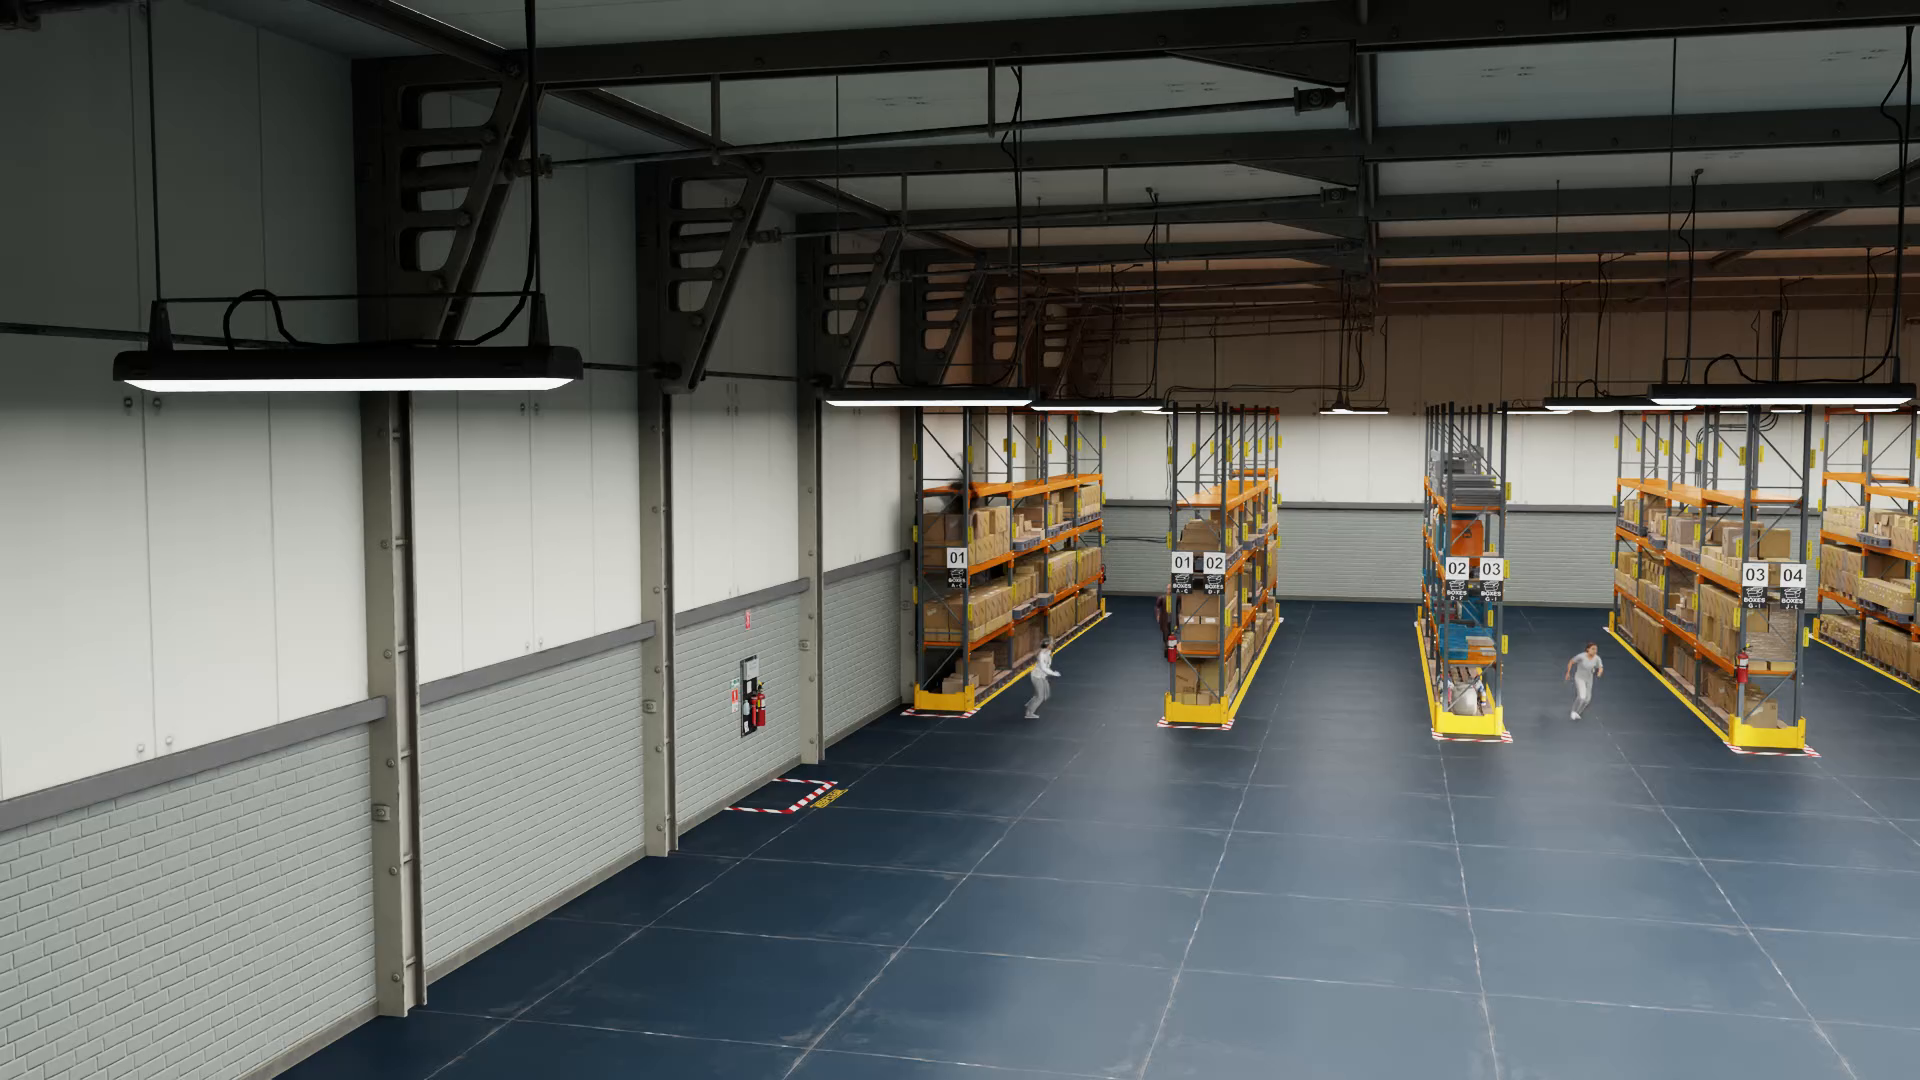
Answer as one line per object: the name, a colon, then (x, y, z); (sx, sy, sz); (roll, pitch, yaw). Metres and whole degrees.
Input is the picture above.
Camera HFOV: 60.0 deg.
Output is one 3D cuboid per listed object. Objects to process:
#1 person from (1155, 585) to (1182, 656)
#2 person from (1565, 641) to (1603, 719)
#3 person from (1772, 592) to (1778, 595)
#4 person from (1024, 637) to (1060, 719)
person: (5.030, 1.933, 39.867); (0.728, 1.732, 0.721); (0, 4, 3)
person: (11.745, 2.656, 31.234); (0.550, 1.507, 0.875); (-1, 4, -9)
person: (19.067, 1.990, 39.008); (0.564, 1.739, 0.861); (1, 4, 13)
person: (1.560, 2.604, 31.518); (0.706, 1.583, 0.586); (1, 4, 13)
